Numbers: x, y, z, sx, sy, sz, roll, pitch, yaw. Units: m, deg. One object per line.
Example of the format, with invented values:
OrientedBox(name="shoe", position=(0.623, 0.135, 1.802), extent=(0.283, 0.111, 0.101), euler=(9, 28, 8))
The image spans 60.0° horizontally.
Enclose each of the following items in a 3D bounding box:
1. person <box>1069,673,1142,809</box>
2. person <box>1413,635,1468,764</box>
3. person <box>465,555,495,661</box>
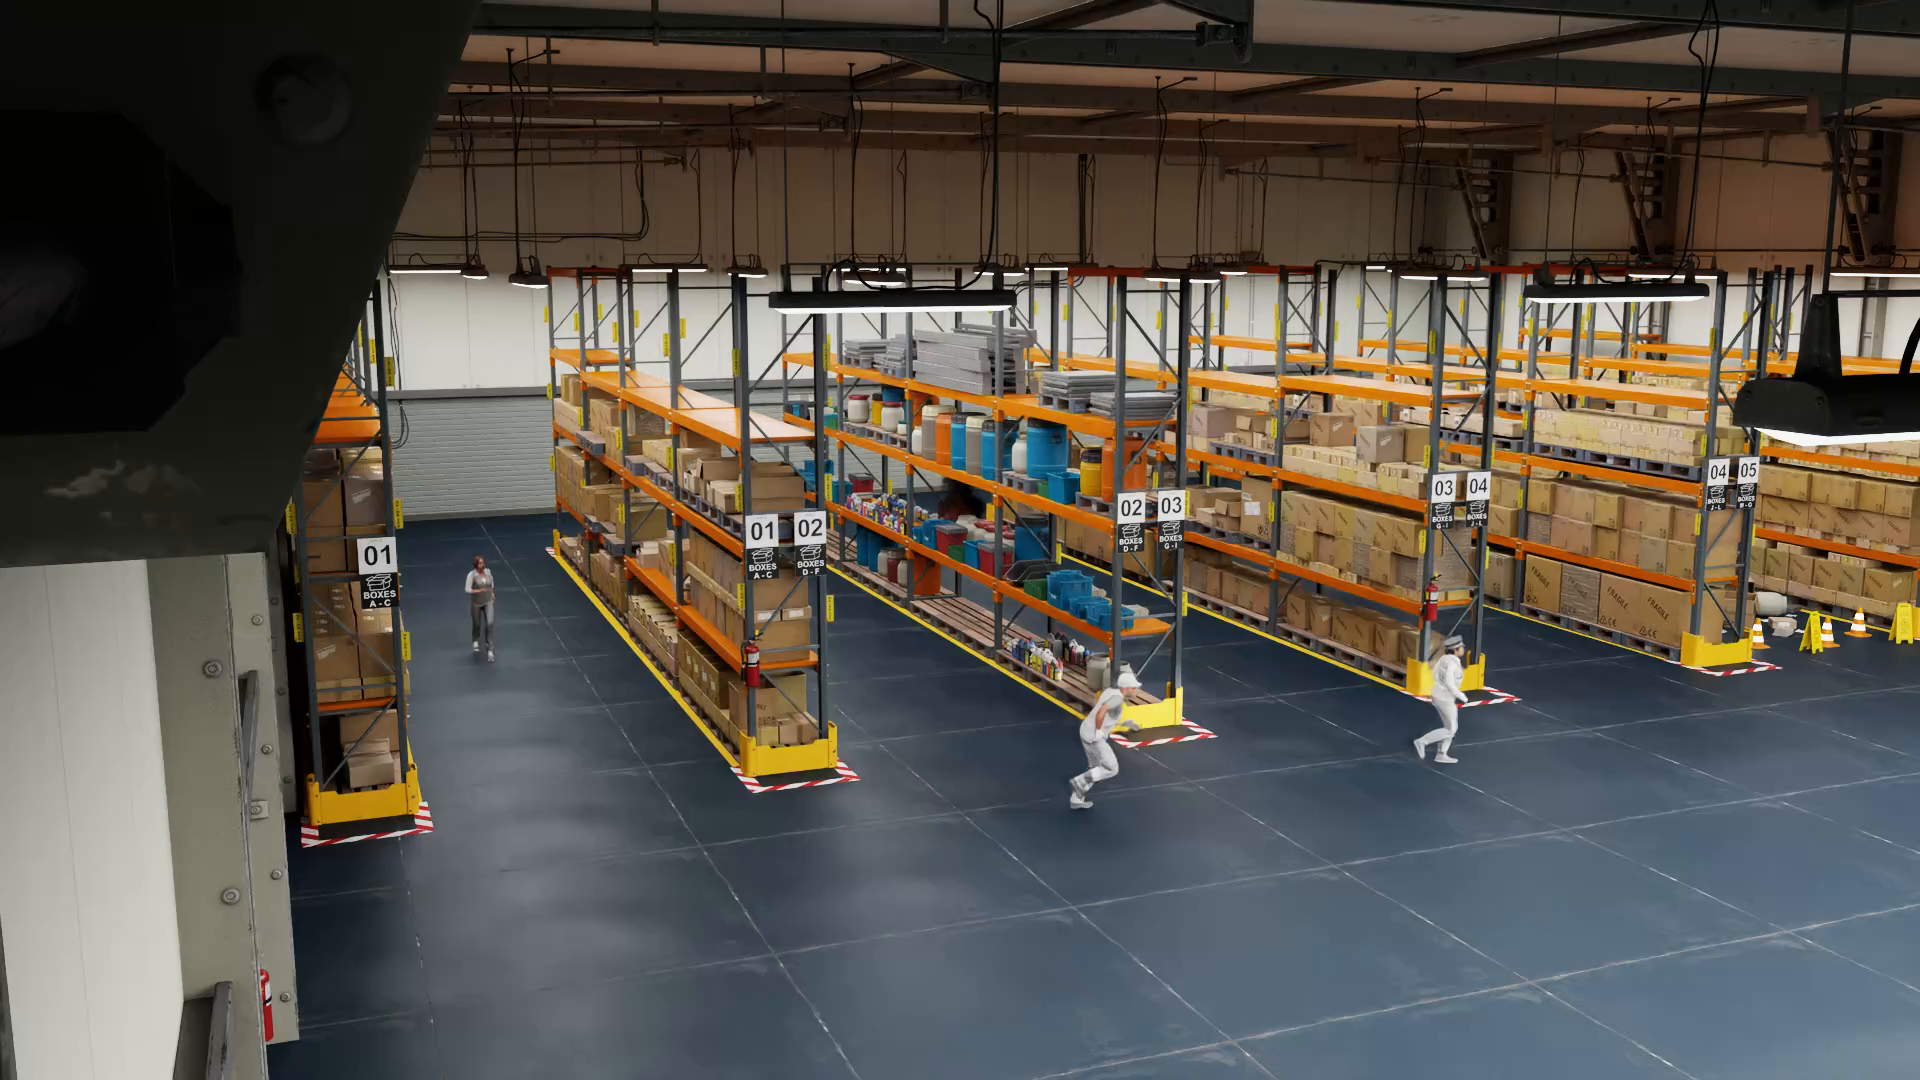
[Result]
OrientedBox(name="person", position=(1.658, 2.301, 18.891), extent=(0.810, 1.590, 0.697), euler=(-1, 10, -4))
OrientedBox(name="person", position=(5.963, 1.981, 20.653), extent=(0.637, 1.640, 0.616), euler=(1, 10, 3))
OrientedBox(name="person", position=(-7.502, 1.081, 26.031), extent=(0.496, 1.523, 0.810), euler=(-5, 11, -28))
